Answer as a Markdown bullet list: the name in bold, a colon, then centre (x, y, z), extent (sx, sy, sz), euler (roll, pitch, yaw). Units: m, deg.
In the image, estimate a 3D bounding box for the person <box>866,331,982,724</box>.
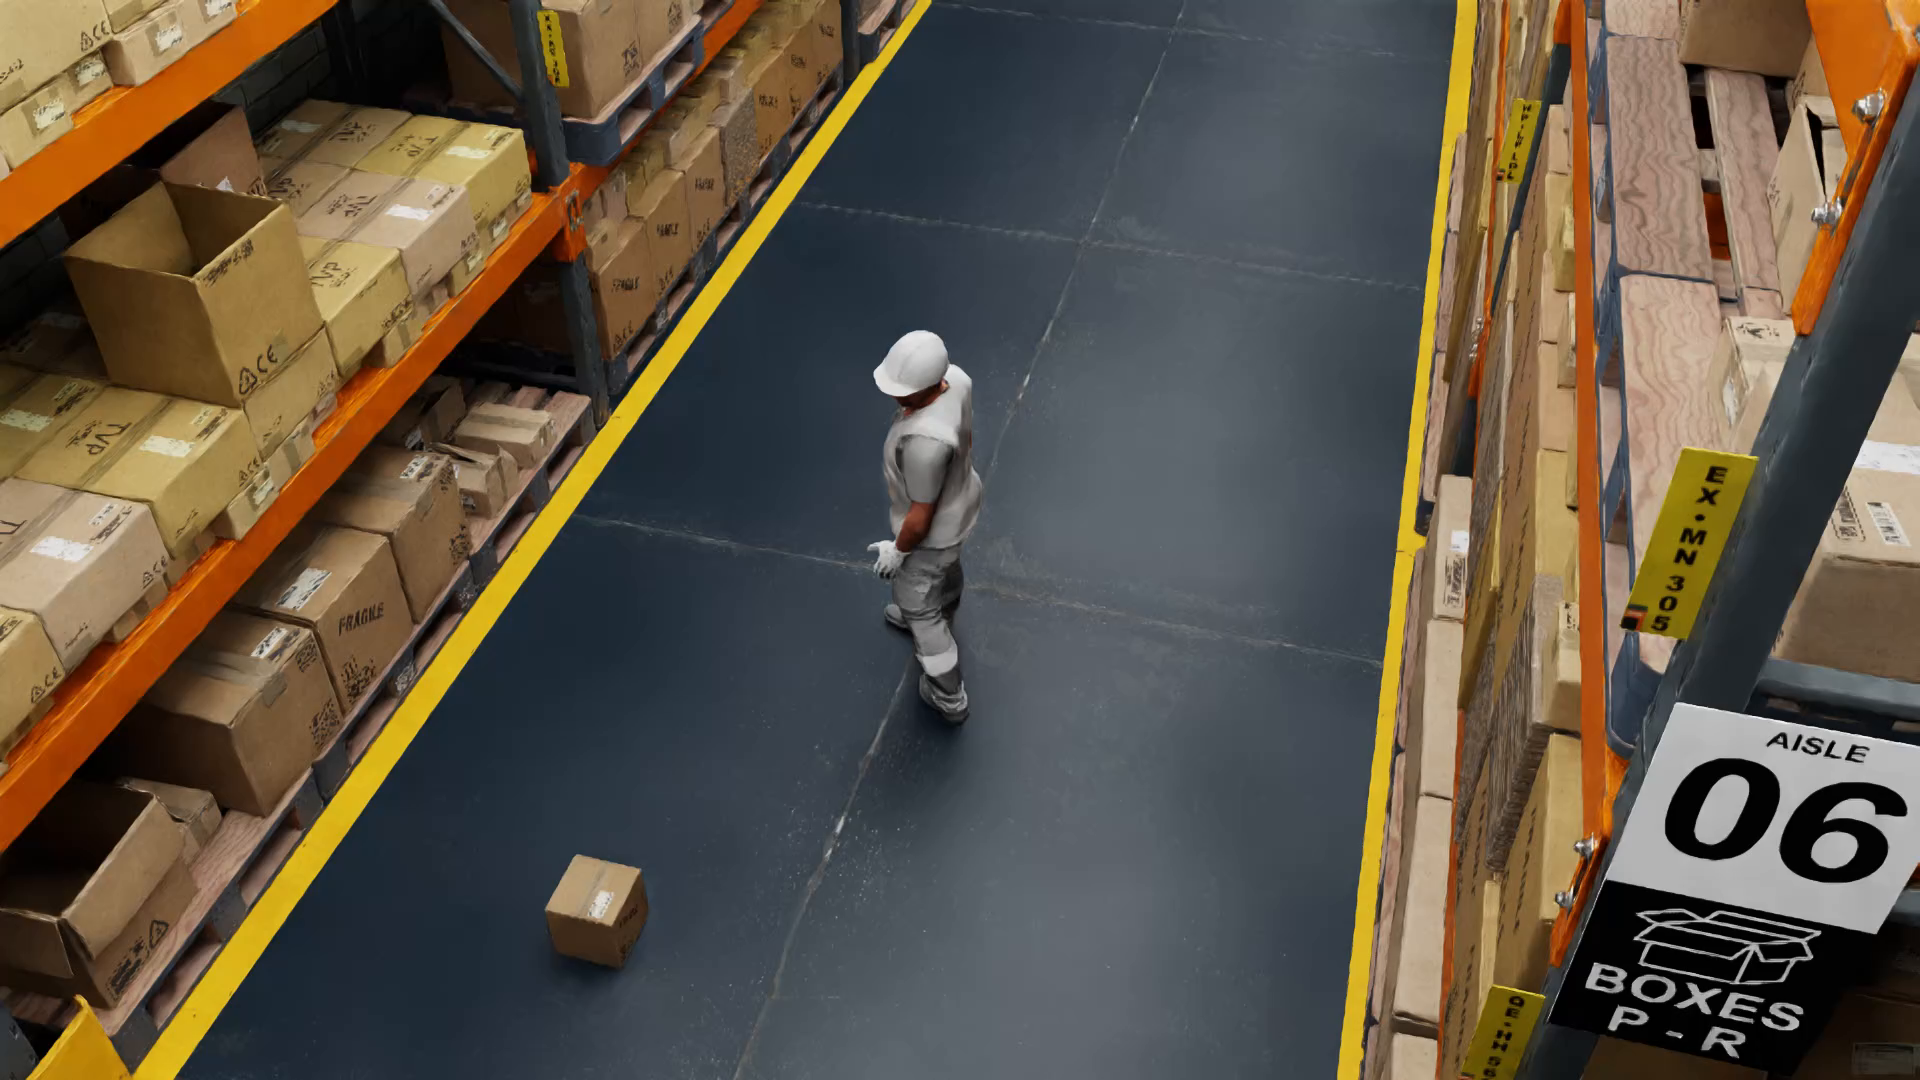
- **person**: centre (-0.158, -0.117, 6.297), extent (0.546, 1.771, 0.652), euler (14, 43, 16)
